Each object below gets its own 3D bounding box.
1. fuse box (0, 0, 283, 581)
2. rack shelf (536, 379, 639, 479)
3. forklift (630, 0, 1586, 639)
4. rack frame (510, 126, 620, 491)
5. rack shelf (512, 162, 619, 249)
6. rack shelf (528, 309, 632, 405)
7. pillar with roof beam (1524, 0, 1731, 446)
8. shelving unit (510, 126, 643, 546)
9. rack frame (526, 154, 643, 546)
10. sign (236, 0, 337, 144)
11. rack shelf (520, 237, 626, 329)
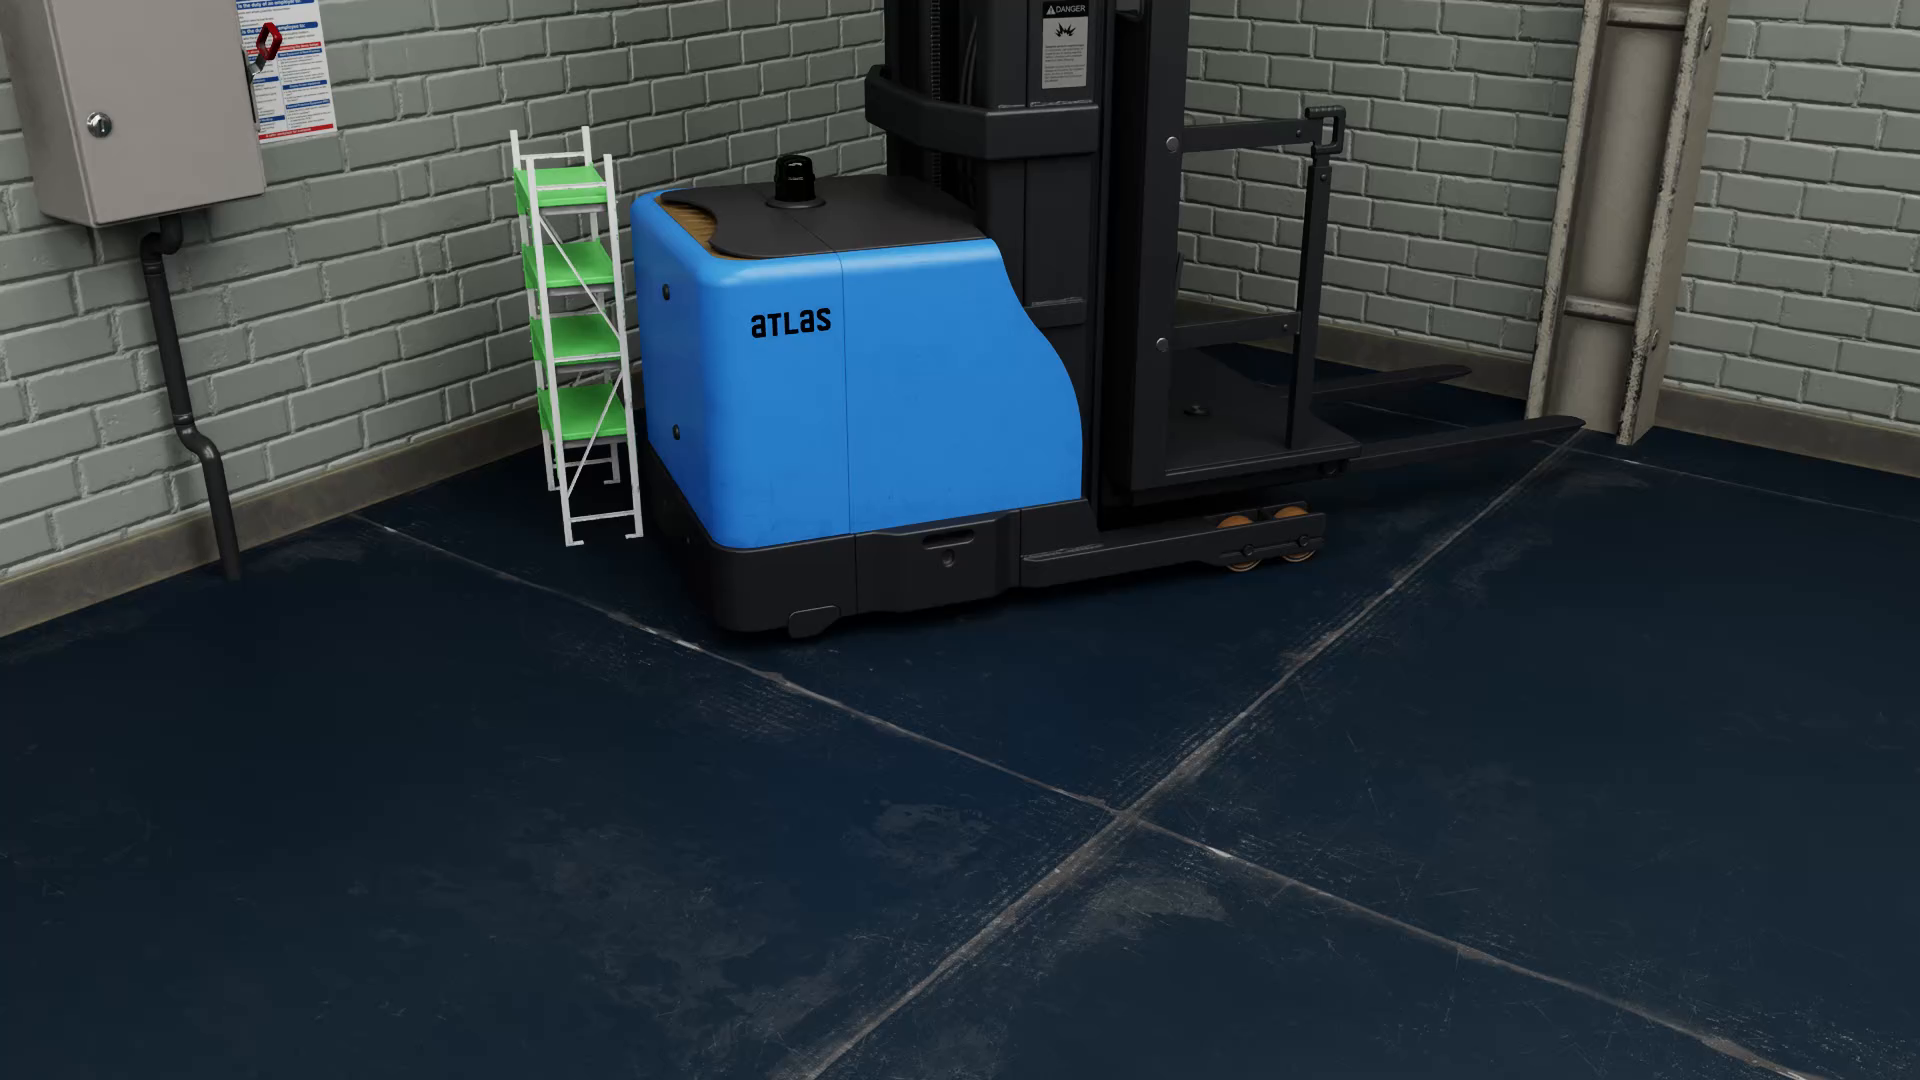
[{"bbox_3d":[-2.144,-0.674,4.659,0.414,1.711,0.539,17,29,33],"label":"fuse box"},{"bbox_3d":[-1.200,-0.362,5.338,0.258,0.148,0.480,-8,25,-17],"label":"rack shelf"},{"bbox_3d":[0.579,-1.433,4.868,3.031,2.935,1.130,-9,25,-20],"label":"forklift"},{"bbox_3d":[-1.280,-0.734,5.427,0.240,1.200,0.015,-8,25,-17],"label":"rack frame"},{"bbox_3d":[-1.200,-1.021,5.048,0.258,0.148,0.480,-8,25,-17],"label":"rack shelf"},{"bbox_3d":[-1.200,-0.582,5.241,0.258,0.148,0.480,-8,25,-17],"label":"rack shelf"},{"bbox_3d":[-0.219,-3.167,1.278,0.400,9.000,9.100,17,29,33],"label":"pillar with roof beam"},{"bbox_3d":[-1.200,-0.641,5.216,0.258,1.200,0.503,-8,25,-17],"label":"shelving unit"},{"bbox_3d":[-1.121,-0.548,5.005,0.240,1.200,0.015,-8,25,-17],"label":"rack frame"},{"bbox_3d":[-2.013,-1.430,4.893,0.001,0.494,0.329,17,29,33],"label":"sign"},{"bbox_3d":[-1.200,-0.802,5.145,0.258,0.148,0.480,-8,25,-17],"label":"rack shelf"}]
